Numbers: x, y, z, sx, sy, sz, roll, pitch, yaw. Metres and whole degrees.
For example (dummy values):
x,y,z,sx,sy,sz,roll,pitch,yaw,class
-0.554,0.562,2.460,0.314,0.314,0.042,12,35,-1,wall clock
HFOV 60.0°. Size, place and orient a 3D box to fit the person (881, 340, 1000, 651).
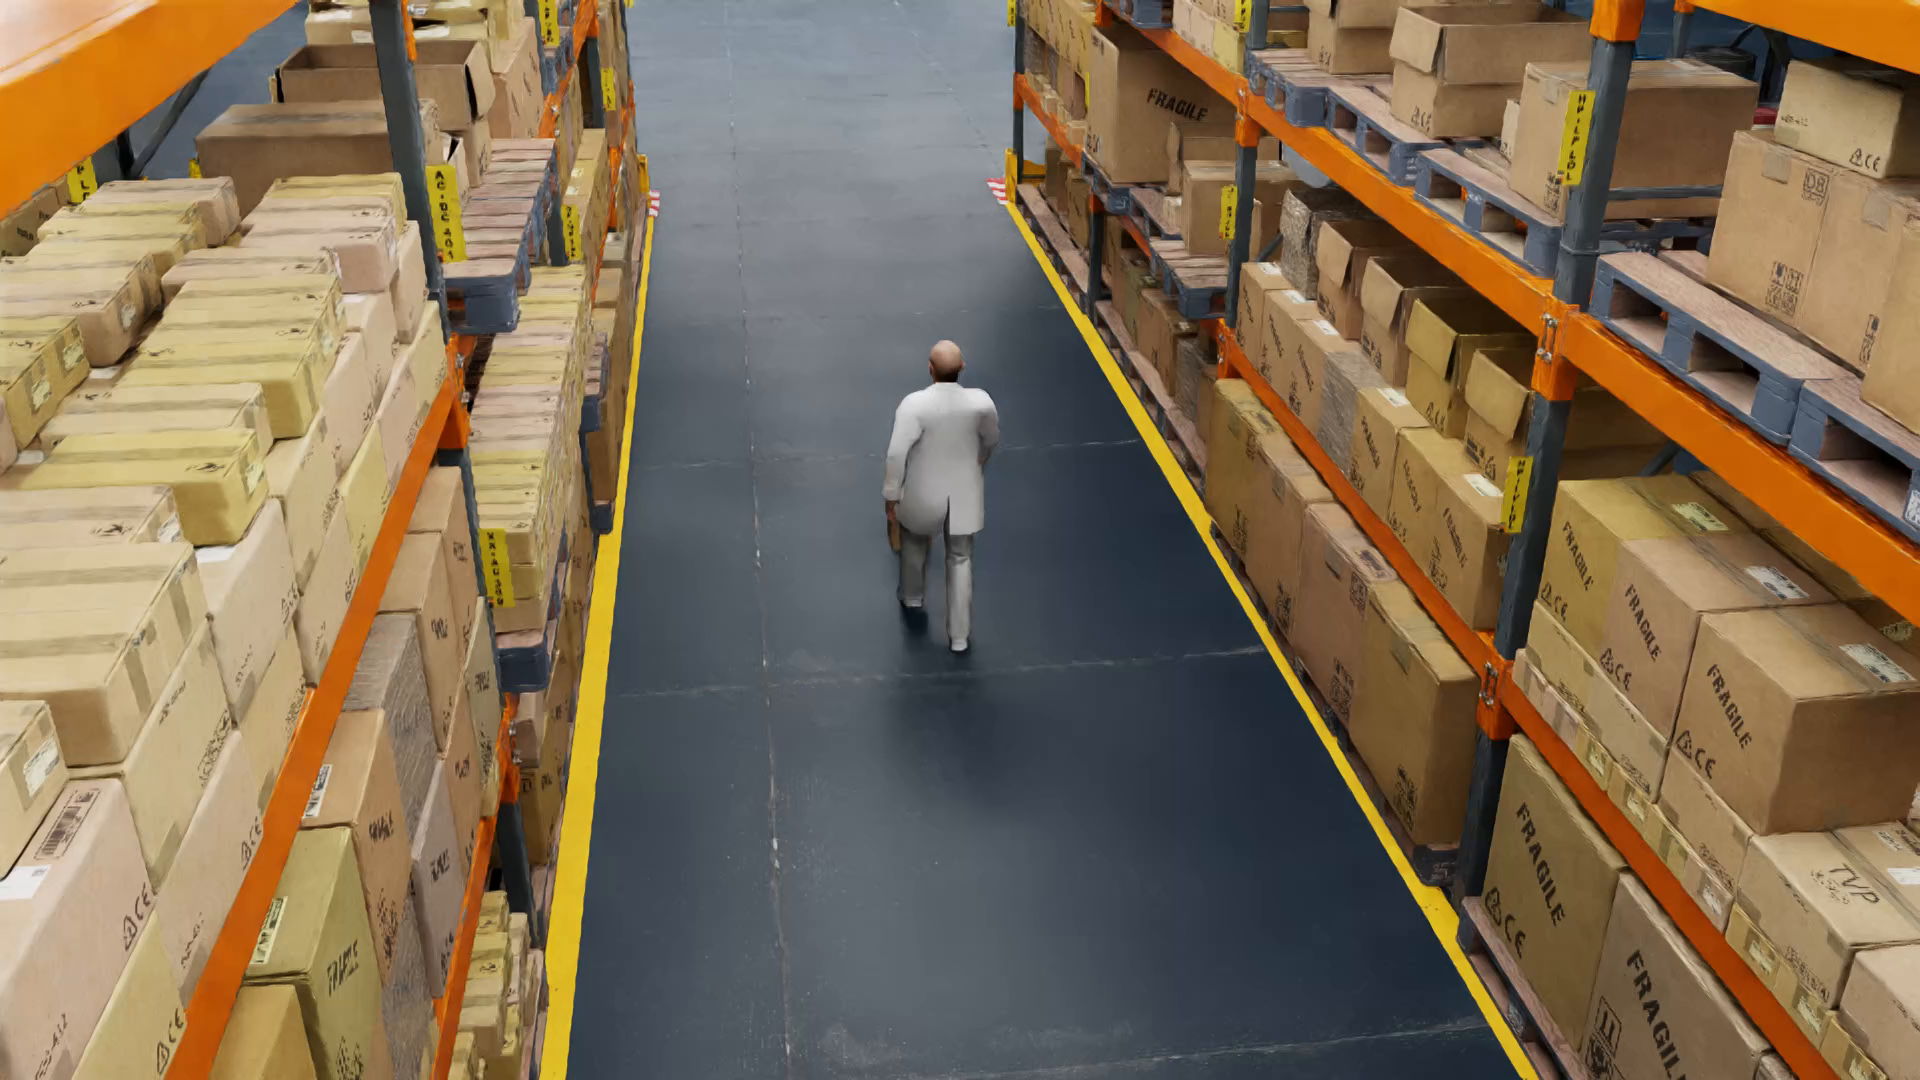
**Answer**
x,y,z,sx,sy,sz,roll,pitch,yaw,class
-0.130,-0.321,9.308,0.680,1.775,0.860,-5,27,-10,person
